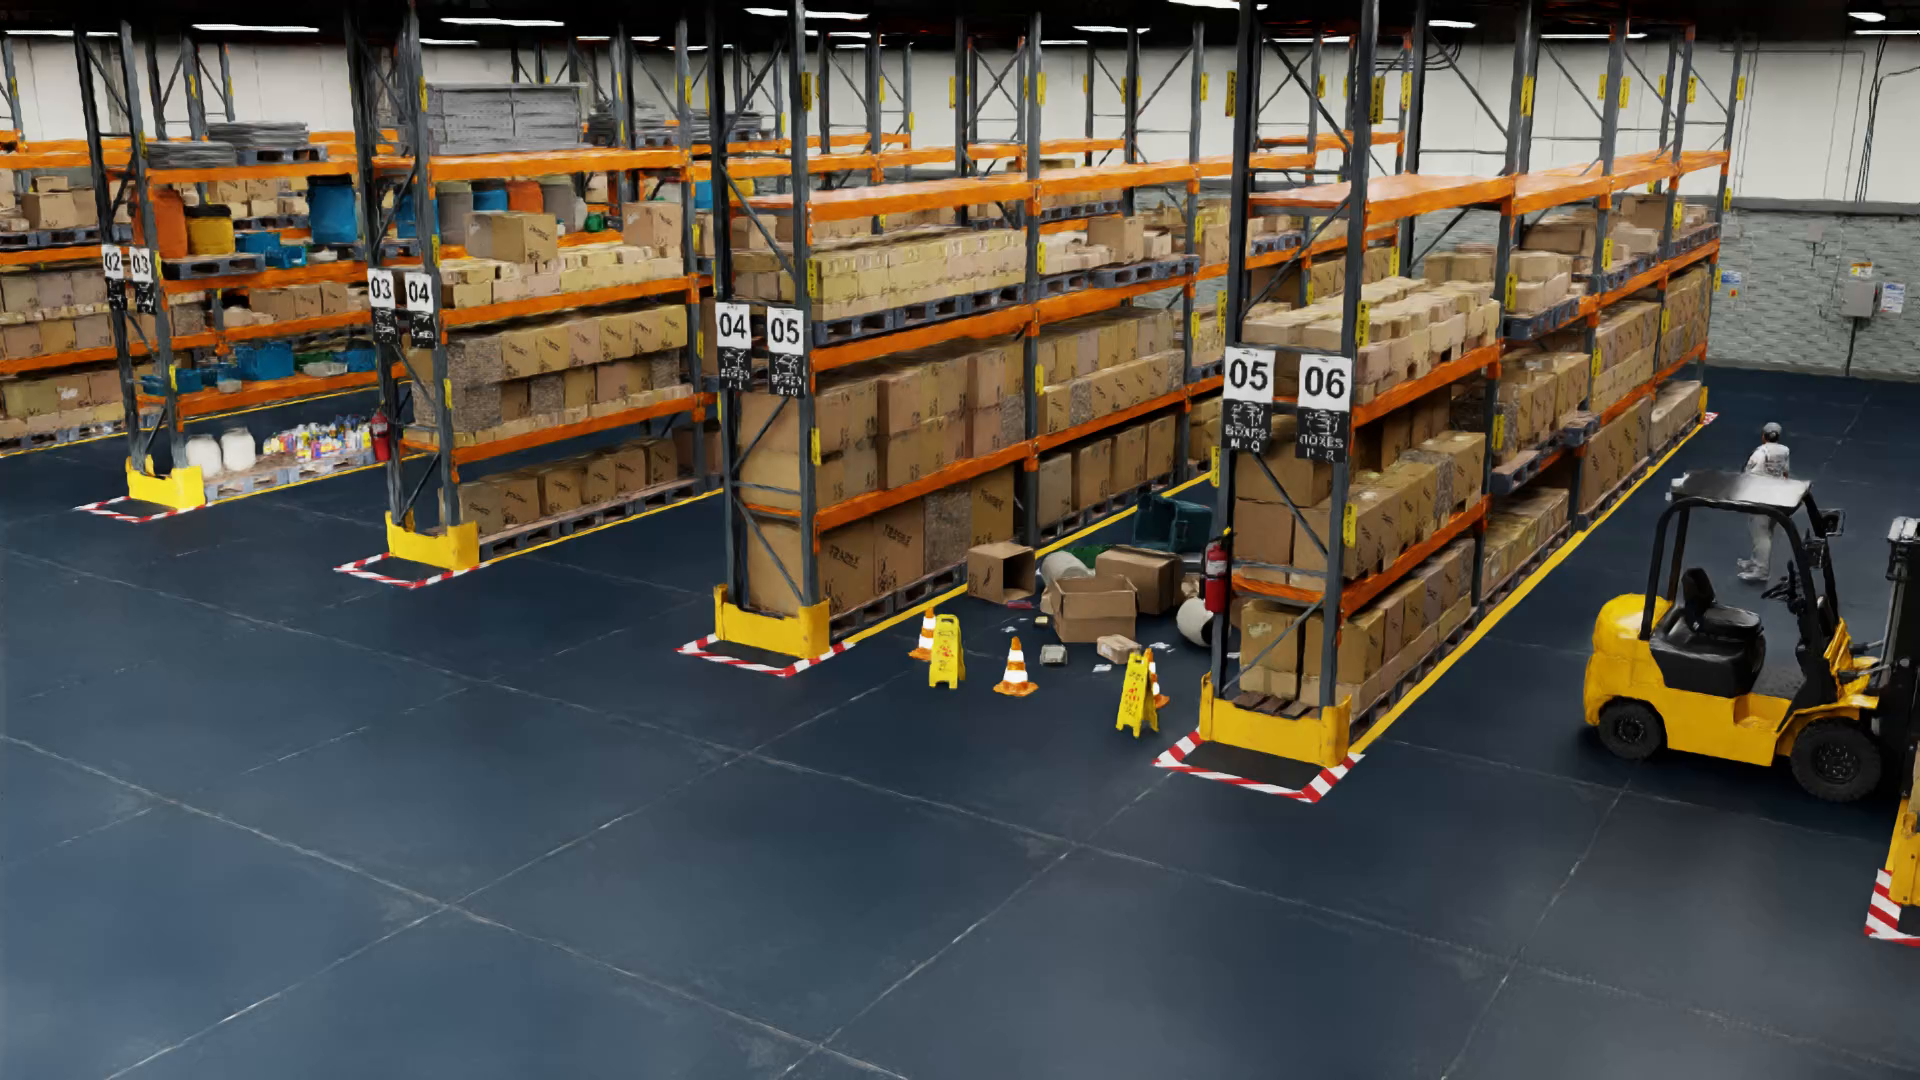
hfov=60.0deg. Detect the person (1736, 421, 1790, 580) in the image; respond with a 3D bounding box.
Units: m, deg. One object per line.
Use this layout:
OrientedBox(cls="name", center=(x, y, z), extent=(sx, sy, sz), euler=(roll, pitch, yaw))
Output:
OrientedBox(cls="person", center=(8.523, -0.438, 17.673), extent=(0.597, 1.653, 0.556), euler=(-8, 18, -28))
